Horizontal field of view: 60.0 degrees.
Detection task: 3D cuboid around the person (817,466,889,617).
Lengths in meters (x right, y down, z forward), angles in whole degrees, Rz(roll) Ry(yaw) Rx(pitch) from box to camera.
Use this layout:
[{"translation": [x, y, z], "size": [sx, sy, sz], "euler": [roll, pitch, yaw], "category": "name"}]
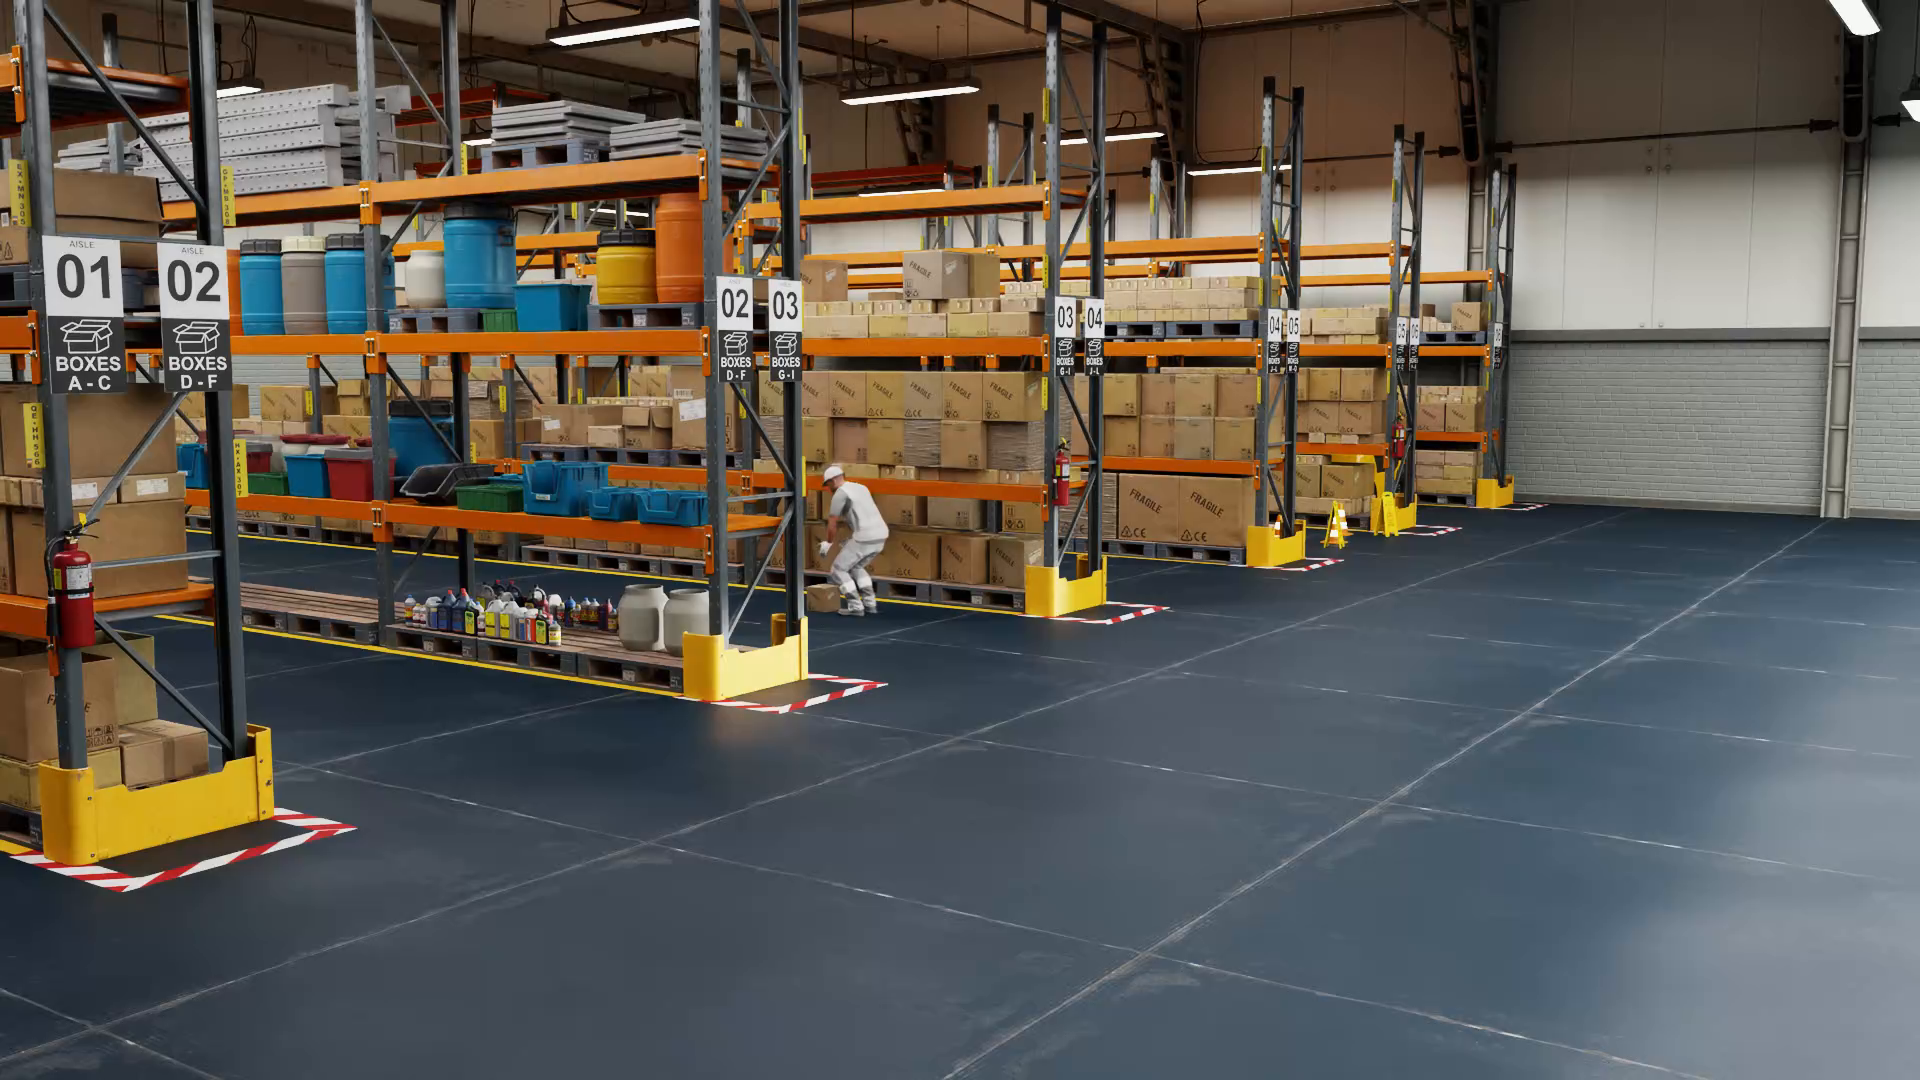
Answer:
[{"translation": [-1.095, 0.009, 16.860], "size": [0.710, 1.500, 0.579], "euler": [4, 7, 34], "category": "person"}]
